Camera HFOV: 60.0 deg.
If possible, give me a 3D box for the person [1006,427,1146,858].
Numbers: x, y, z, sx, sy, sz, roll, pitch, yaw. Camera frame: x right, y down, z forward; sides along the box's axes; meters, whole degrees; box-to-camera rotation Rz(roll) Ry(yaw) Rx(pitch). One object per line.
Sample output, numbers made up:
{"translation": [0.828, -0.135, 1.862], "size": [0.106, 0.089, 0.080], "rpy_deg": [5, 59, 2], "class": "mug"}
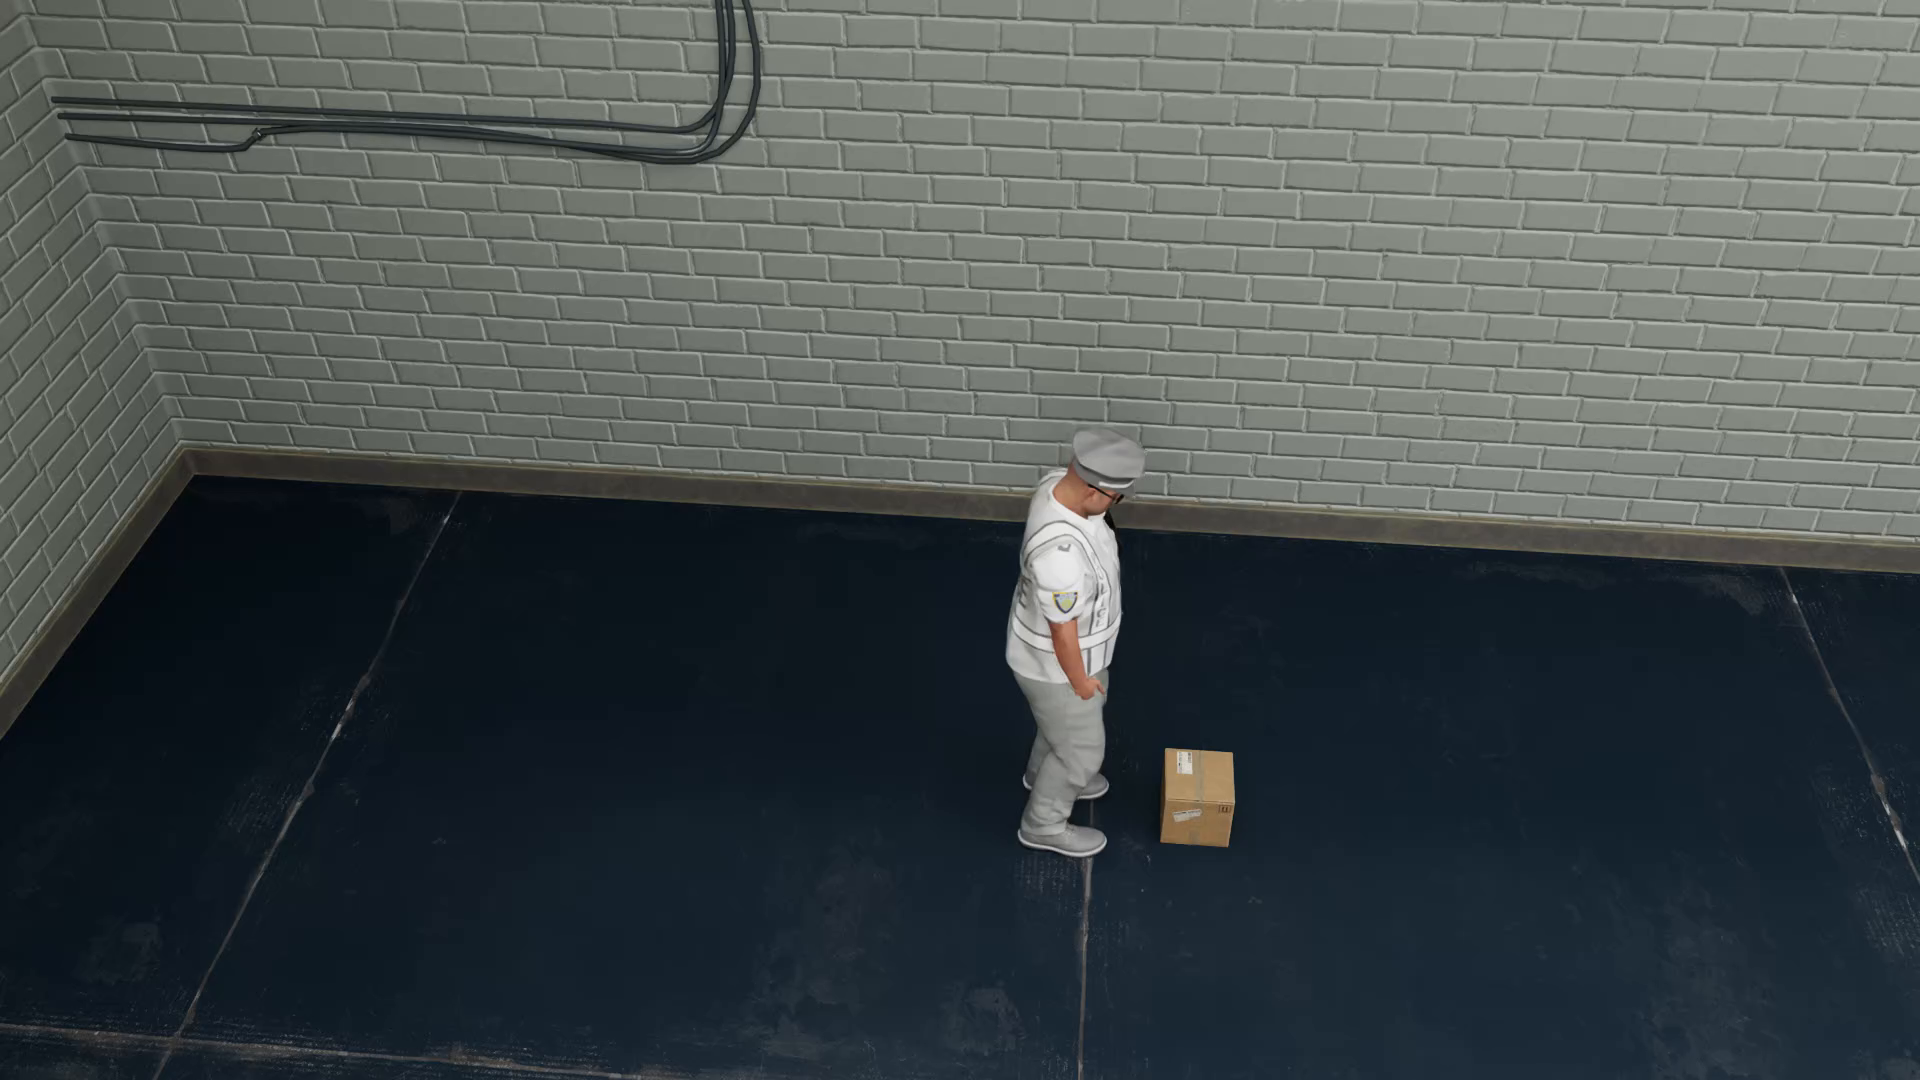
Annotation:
{"translation": [0.373, 0.355, 5.754], "size": [0.424, 1.726, 0.544], "rpy_deg": [4, 40, 5], "class": "person"}
